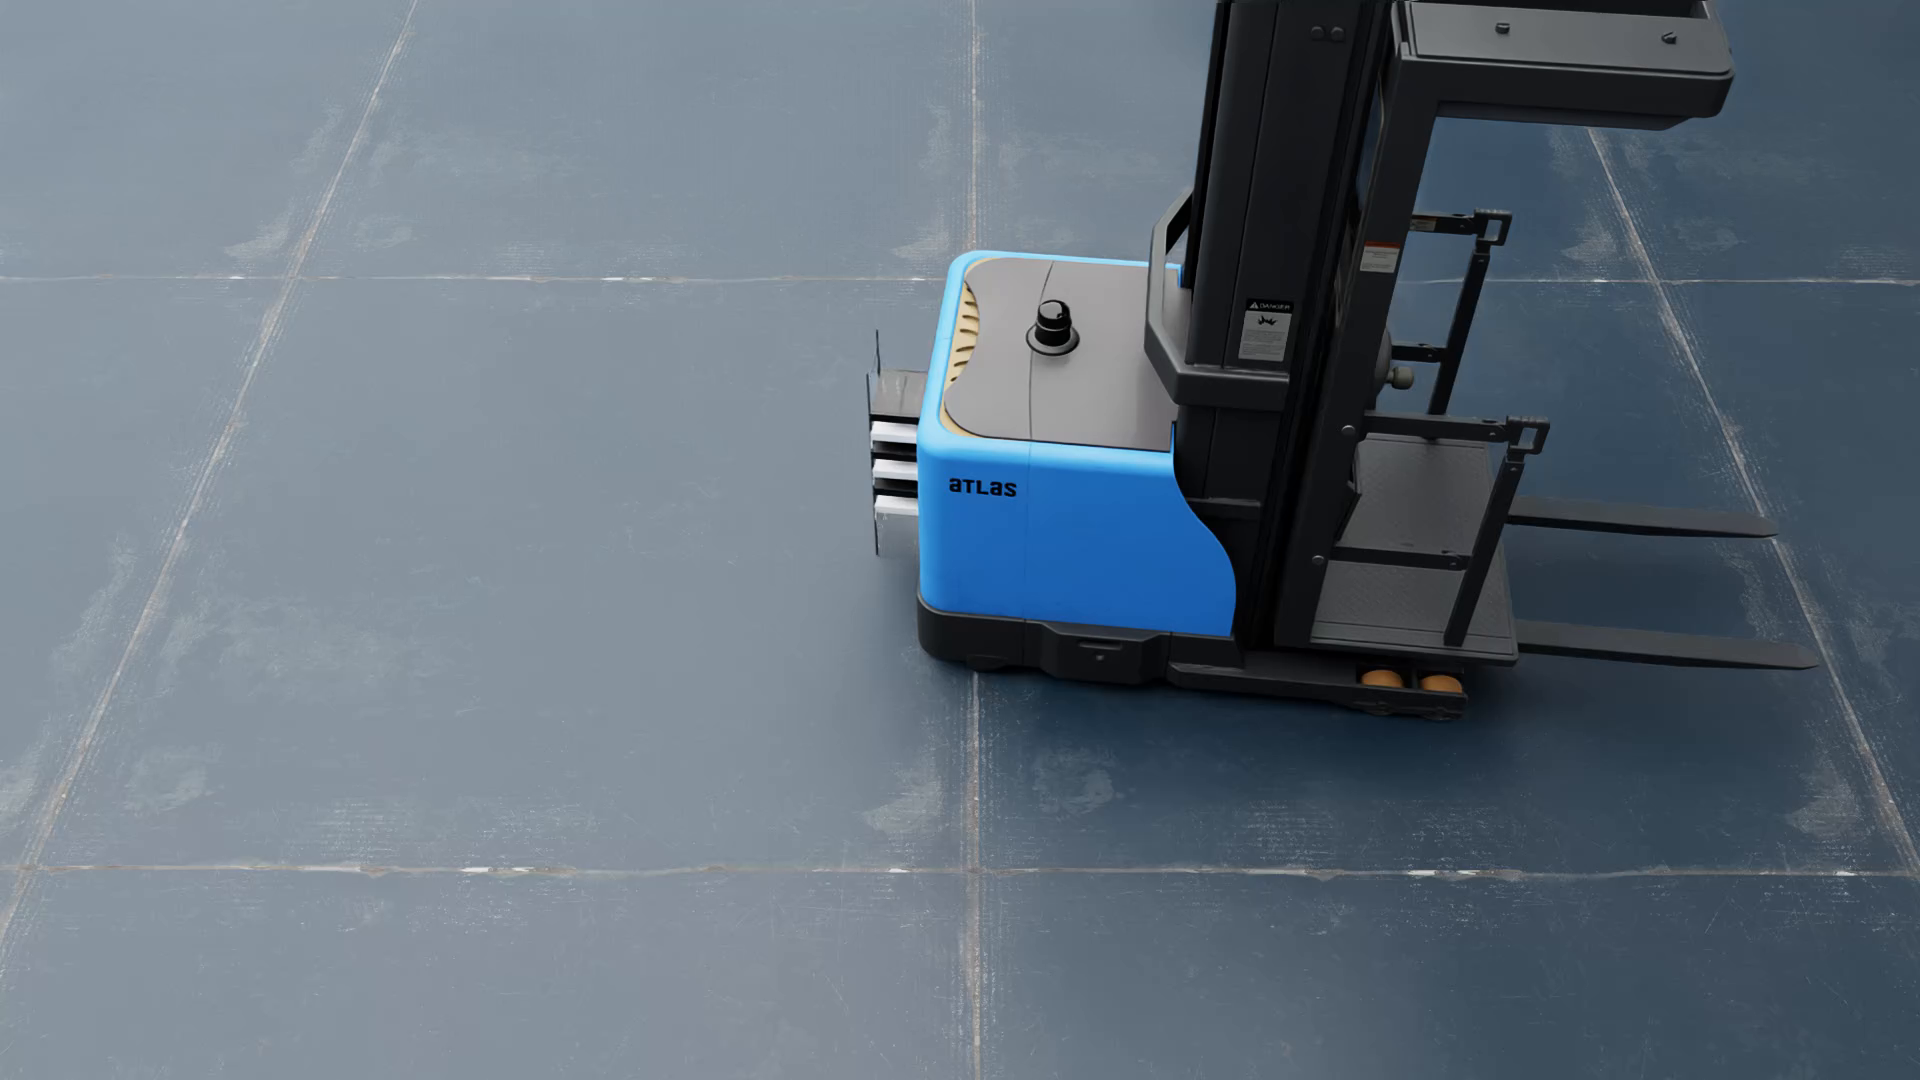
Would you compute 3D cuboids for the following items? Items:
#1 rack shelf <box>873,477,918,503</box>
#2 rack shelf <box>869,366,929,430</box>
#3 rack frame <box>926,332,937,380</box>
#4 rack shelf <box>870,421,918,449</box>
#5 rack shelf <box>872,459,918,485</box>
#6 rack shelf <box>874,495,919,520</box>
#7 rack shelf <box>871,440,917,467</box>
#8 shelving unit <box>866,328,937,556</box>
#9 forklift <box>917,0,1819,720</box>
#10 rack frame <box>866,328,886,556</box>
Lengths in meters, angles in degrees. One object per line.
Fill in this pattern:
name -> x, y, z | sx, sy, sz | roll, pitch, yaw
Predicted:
rack shelf -> -0.196, -0.241, 6.028 | 0.200, 0.077, 0.258 | 5, 47, 5
rack shelf -> -0.196, -0.487, 5.765 | 0.200, 0.077, 0.258 | 5, 47, 5
rack frame -> -0.095, -0.317, 5.930 | 0.006, 0.900, 0.240 | 5, 47, 5
rack shelf -> -0.196, -0.425, 5.831 | 0.200, 0.077, 0.258 | 5, 47, 5
rack shelf -> -0.196, -0.303, 5.962 | 0.200, 0.077, 0.258 | 5, 47, 5
rack shelf -> -0.196, -0.180, 6.094 | 0.200, 0.077, 0.258 | 5, 47, 5
rack shelf -> -0.196, -0.364, 5.896 | 0.200, 0.077, 0.258 | 5, 47, 5
shelving unit -> -0.196, -0.325, 5.938 | 0.210, 0.900, 0.258 | 5, 47, 5
forklift -> 1.406, -0.798, 4.991 | 3.031, 2.935, 1.130 | 5, 47, 5
rack frame -> -0.297, -0.334, 5.946 | 0.006, 0.900, 0.240 | 5, 47, 5
